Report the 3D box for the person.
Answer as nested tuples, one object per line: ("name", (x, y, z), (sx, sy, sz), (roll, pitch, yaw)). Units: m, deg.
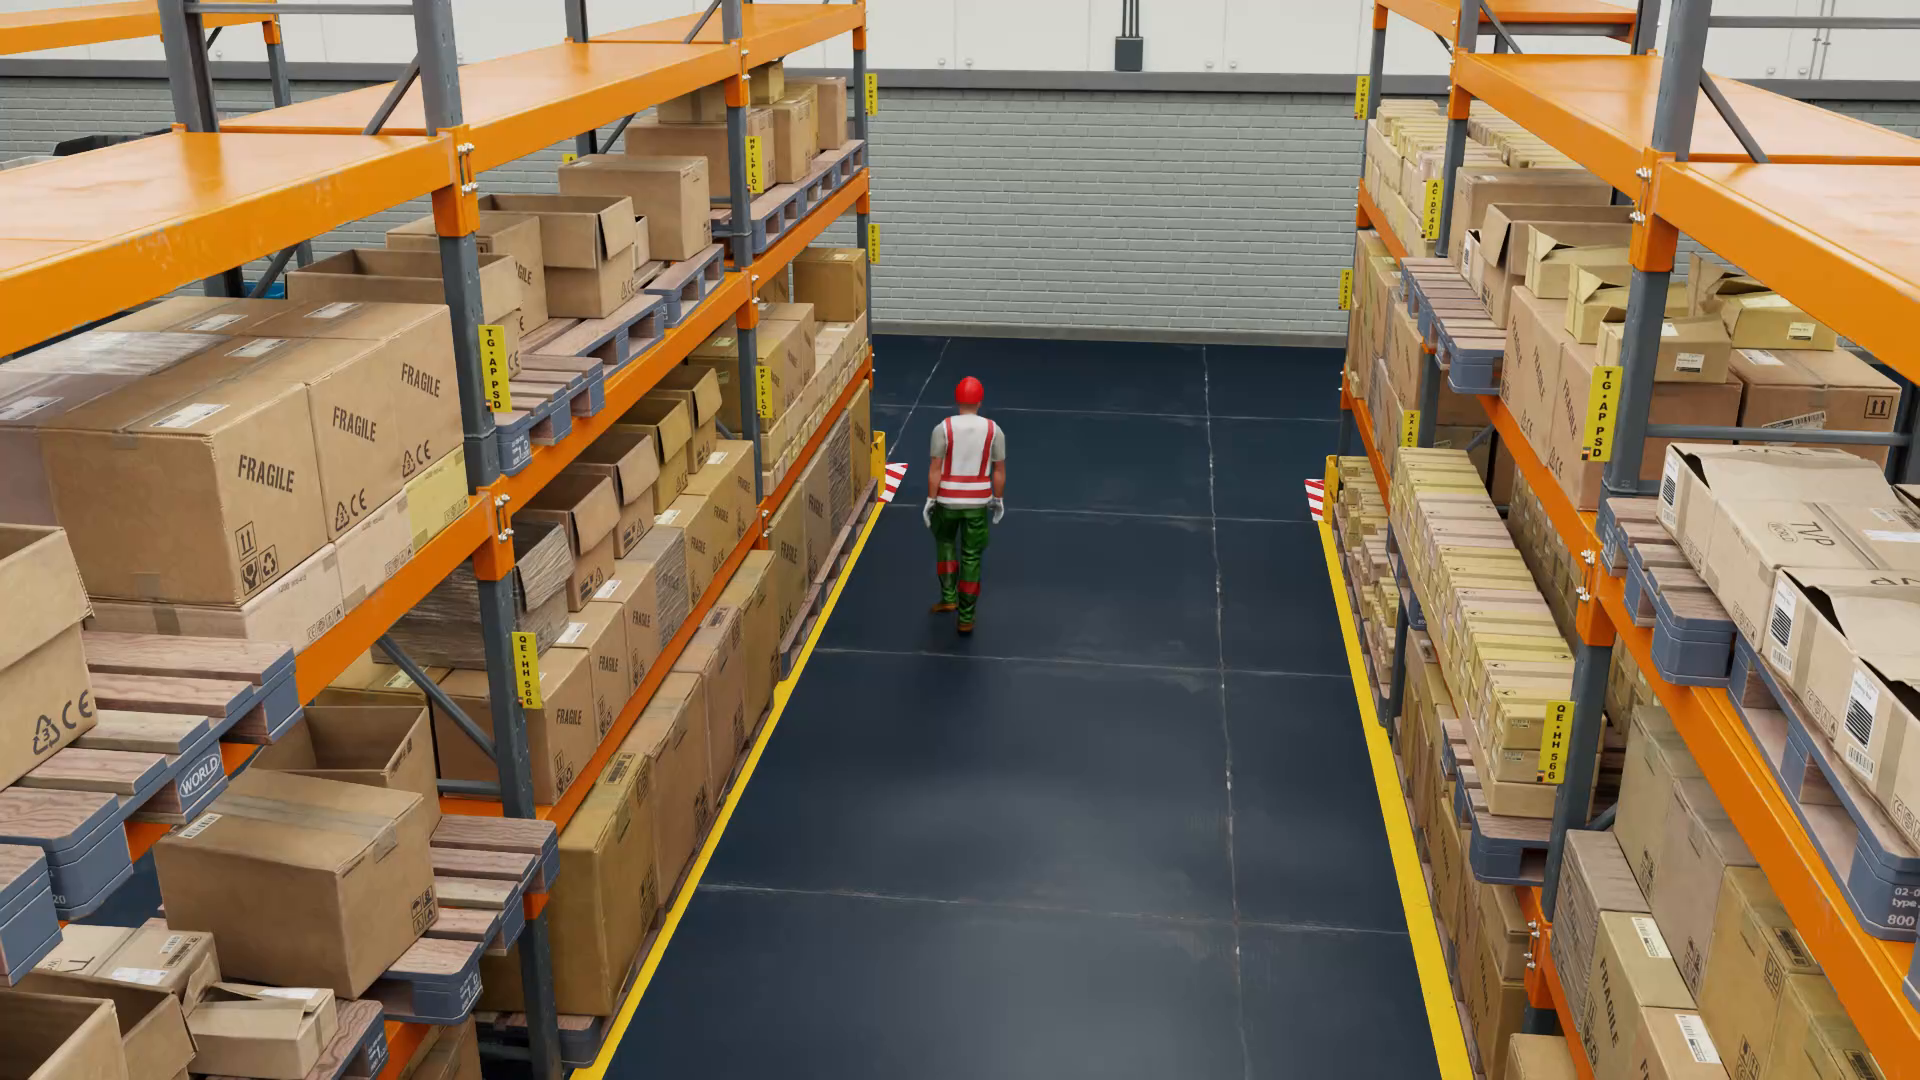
("person", (0.032, -0.253, 11.682), (0.580, 1.784, 0.528), (0, 21, 0))
